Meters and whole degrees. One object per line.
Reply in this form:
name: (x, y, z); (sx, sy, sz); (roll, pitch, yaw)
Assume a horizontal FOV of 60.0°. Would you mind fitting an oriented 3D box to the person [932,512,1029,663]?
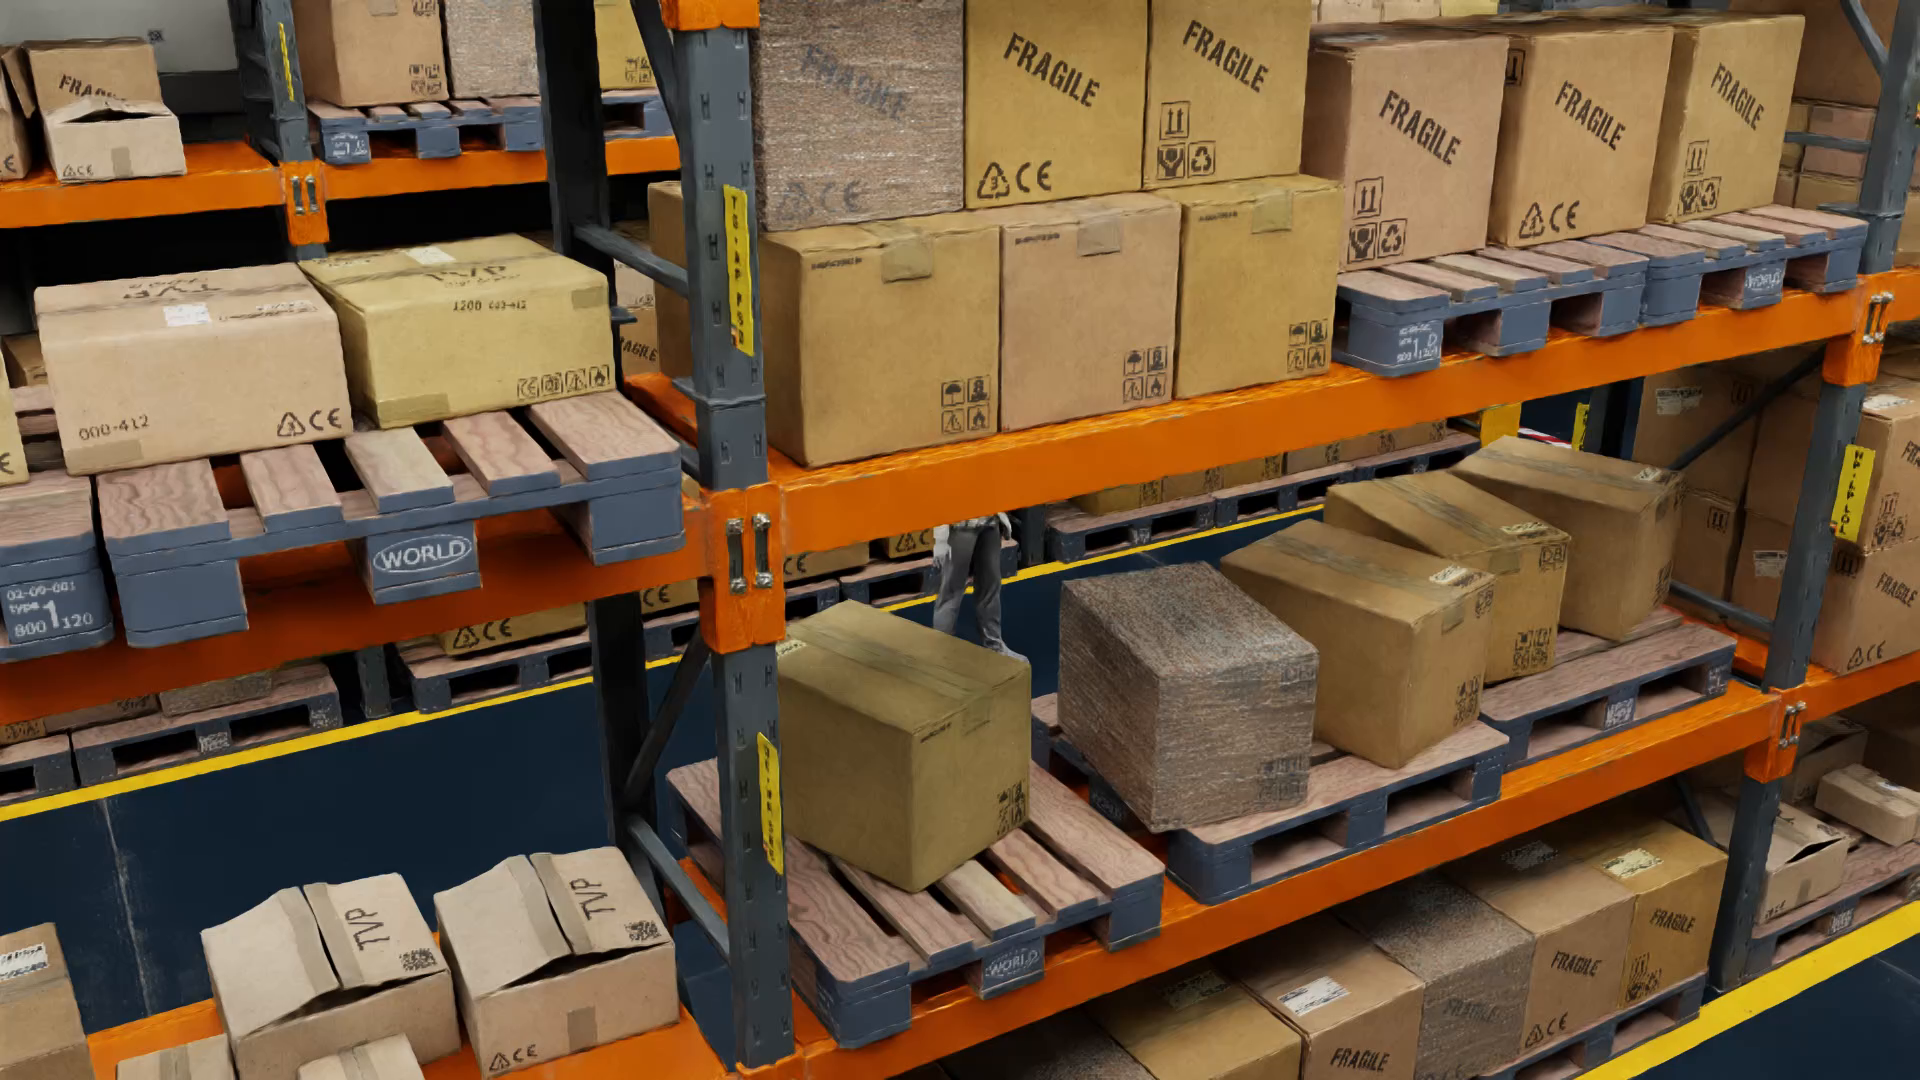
person: (0.096, -0.061, 8.667); (0.480, 1.687, 0.545); (13, 25, 29)
